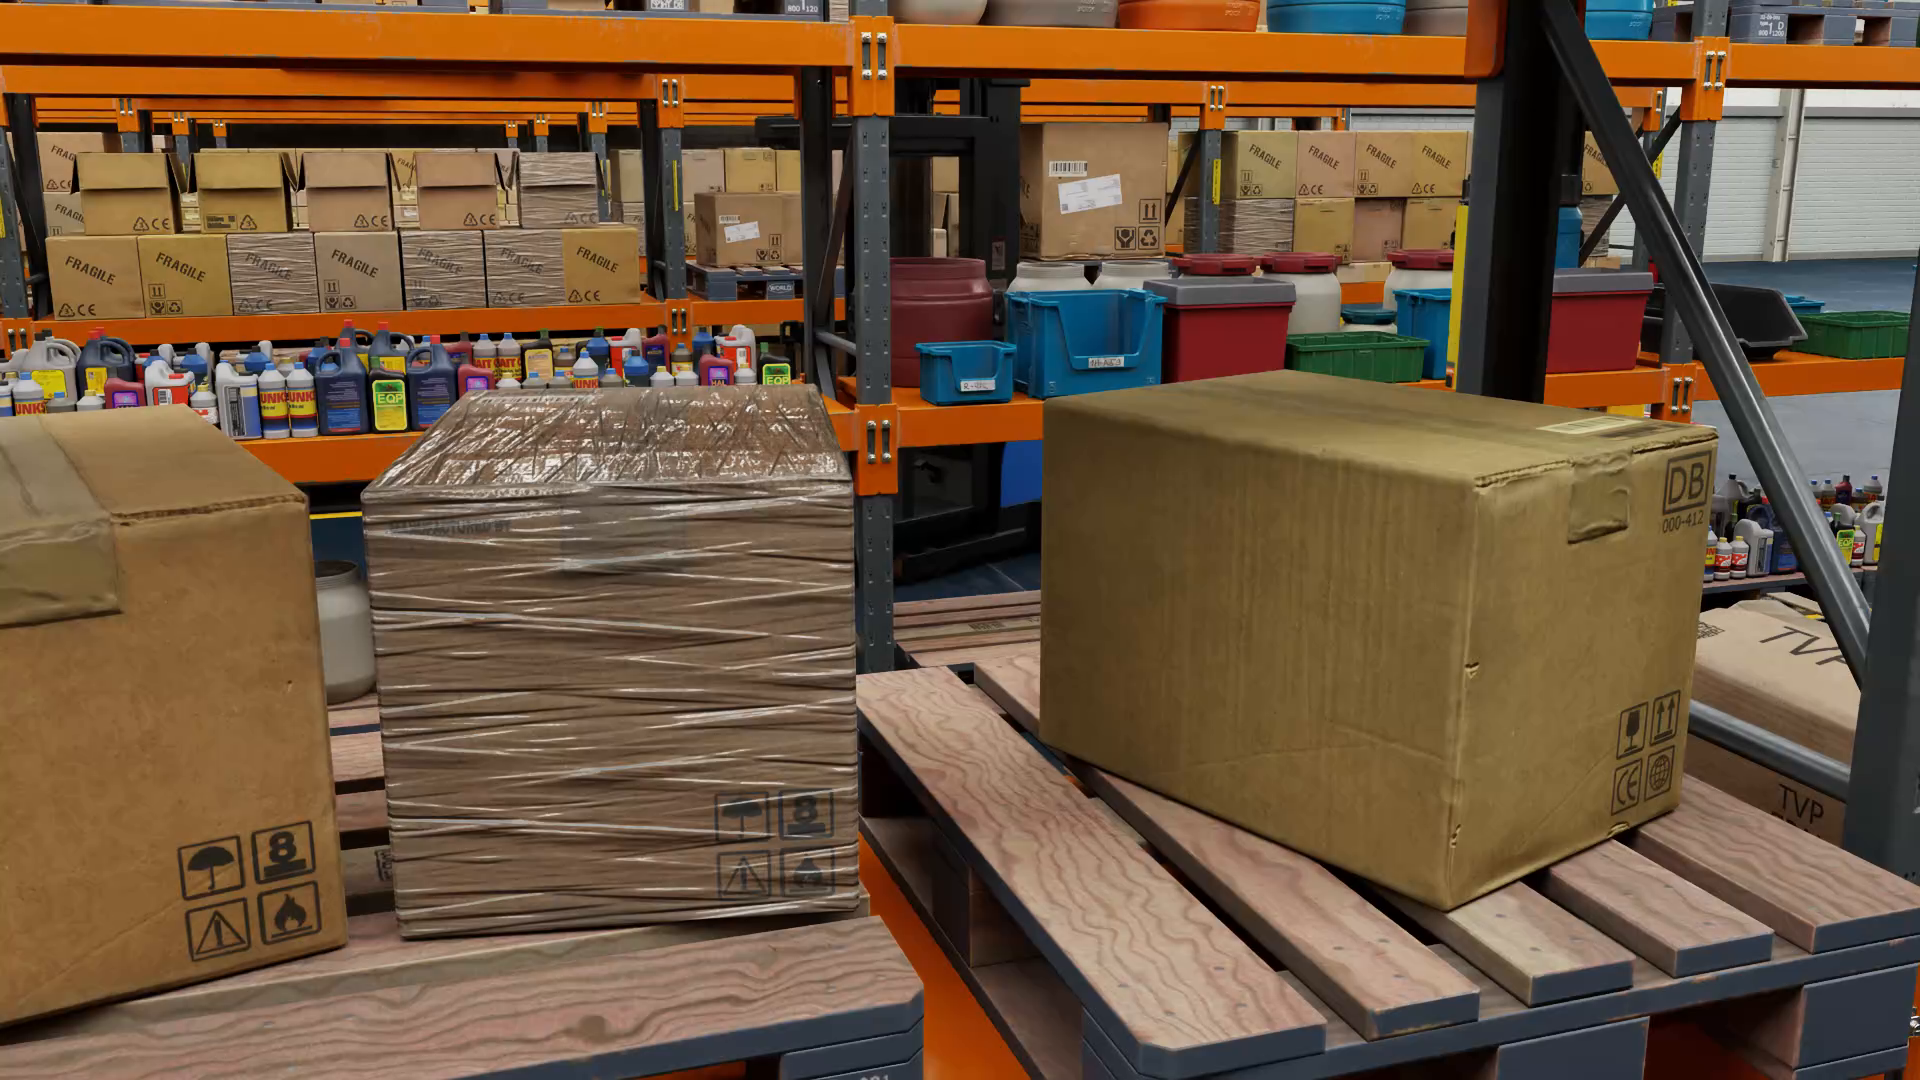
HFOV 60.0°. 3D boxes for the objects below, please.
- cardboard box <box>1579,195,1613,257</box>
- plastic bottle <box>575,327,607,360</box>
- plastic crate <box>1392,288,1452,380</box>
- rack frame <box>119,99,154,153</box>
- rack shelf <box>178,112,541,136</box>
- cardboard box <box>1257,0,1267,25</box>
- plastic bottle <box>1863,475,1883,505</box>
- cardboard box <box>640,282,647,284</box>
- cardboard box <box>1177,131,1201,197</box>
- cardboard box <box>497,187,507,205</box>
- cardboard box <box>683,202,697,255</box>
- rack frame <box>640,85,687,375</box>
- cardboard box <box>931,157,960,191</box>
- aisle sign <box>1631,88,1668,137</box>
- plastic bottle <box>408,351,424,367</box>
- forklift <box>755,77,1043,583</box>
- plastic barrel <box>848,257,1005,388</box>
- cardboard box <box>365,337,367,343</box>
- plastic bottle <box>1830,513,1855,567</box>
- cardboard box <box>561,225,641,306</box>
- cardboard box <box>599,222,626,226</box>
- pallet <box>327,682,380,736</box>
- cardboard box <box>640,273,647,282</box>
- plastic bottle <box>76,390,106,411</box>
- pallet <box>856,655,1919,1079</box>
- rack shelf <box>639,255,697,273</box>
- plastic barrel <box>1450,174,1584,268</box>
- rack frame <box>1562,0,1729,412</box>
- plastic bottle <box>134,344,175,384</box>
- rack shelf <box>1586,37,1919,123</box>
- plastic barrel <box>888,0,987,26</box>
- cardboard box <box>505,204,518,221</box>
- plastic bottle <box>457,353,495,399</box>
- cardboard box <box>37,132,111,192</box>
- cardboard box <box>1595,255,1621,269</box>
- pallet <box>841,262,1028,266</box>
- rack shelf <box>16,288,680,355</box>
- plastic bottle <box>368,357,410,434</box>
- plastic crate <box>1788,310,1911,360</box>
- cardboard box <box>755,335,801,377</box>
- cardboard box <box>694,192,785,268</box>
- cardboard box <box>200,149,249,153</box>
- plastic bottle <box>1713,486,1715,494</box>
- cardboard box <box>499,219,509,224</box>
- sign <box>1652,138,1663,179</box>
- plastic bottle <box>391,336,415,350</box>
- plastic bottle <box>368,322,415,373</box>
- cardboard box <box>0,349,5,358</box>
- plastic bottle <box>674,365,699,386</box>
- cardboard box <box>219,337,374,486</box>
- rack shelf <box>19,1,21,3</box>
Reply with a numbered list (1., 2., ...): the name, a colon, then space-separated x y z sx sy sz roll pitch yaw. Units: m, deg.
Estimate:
1. cardboard box: 4.979 -2.663 13.998 0.500 0.500 0.875 -4 14 -18
2. plastic bottle: -1.587 -0.776 7.175 0.133 0.283 0.061 -4 14 -18
3. plastic crate: 2.351 -0.966 7.754 0.575 0.384 0.392 -4 14 -18
4. rack frame: -7.351 -2.714 15.071 0.127 3.000 1.000 -4 14 -18
5. rack shelf: -7.130 -5.049 19.960 4.000 0.370 1.077 -4 14 -18
6. cardboard box: 2.063 -4.194 12.872 0.500 0.500 0.500 -5 14 -20
7. plastic bottle: 5.271 -0.239 9.612 0.097 0.271 0.097 0 13 0
8. cardboard box: -3.999 -3.109 21.503 0.625 0.372 0.950 -5 14 -19
9. cardboard box: 2.056 -2.983 13.180 0.500 0.500 0.500 -4 14 -18
10. cardboard box: -4.365 -3.207 15.492 0.250 0.149 0.380 -4 14 -16
11. cardboard box: -2.567 -3.070 16.351 0.500 0.500 0.500 -5 14 -19
12. rack frame: -2.073 -1.914 11.707 0.127 3.000 1.000 -4 14 -18
13. cardboard box: -0.237 -3.802 17.266 0.500 0.500 0.700 -5 14 -19
14. aisle sign: 5.663 -3.708 13.631 0.004 0.787 0.394 -4 14 -18
15. plastic bottle: -2.046 -0.581 6.356 0.133 0.283 0.061 -4 14 -18
16. forklift: -0.446 -1.323 9.371 3.031 2.935 1.130 -13 19 -43
17. plastic barrel: -0.151 -0.995 7.548 0.708 0.536 0.600 -4 14 -18
18. cardboard box: -5.573 -1.780 15.637 0.500 0.500 0.500 -4 14 -17
19. plastic bottle: 4.543 -0.001 8.584 0.133 0.283 0.061 -4 14 -16
20. cardboard box: -2.462 -1.872 11.314 0.500 0.500 0.500 -4 14 -16
21. cardboard box: -2.621 -1.986 11.796 0.500 0.500 0.500 -4 14 -16
22. pallet: -2.382 0.685 6.805 1.213 0.211 1.003 -4 14 -18
23. cardboard box: -4.970 -4.368 26.247 0.625 0.625 0.875 -5 14 -20
24. plastic bottle: -3.075 -0.430 5.899 0.097 0.201 0.097 0 13 0
25. pallet: 0.462 0.418 2.319 1.003 0.211 1.213 -4 14 -18
26. rack shelf: -1.664 -2.807 17.016 4.000 0.370 1.077 -4 14 -18
27. plastic barrel: 2.835 -1.405 8.483 0.708 0.901 0.600 -4 14 -18
28. rack frame: 3.297 -1.123 8.382 0.127 3.000 1.000 -4 14 -18
29. plastic bottle: -3.190 -0.636 6.604 0.135 0.276 0.152 -4 14 -18
30. rack shelf: 5.193 -2.380 8.738 4.000 0.370 1.077 -4 14 -18
31. plastic barrel: -0.102 -2.297 6.594 0.421 0.512 0.421 0 13 0
32. cardboard box: -4.135 -3.080 15.601 0.250 0.149 0.380 -4 14 -16
33. plastic bottle: -1.824 -0.563 6.280 0.133 0.283 0.061 -4 14 -18
34. cardboard box: -7.710 -3.300 14.514 0.500 0.500 0.500 -5 14 -20
35. cardboard box: 5.304 -2.316 13.940 0.250 0.149 0.380 -4 14 -18
36. pallet: -0.210 -1.976 12.381 1.213 0.211 1.003 -4 14 -18
37. rack shelf: -3.969 -1.416 11.170 4.000 0.370 1.077 -4 14 -18
38. plastic bottle: -2.126 -0.540 6.182 0.133 0.283 0.061 -4 14 -18
39. plastic crate: 4.674 -1.058 8.567 0.662 0.188 0.450 -4 14 -18
40. cardboard box: -1.448 -1.333 12.094 0.500 0.250 0.500 -4 14 -16
41. cardboard box: -1.574 -2.216 11.852 0.500 0.500 0.500 -6 15 -25
42. cardboard box: -8.517 -4.297 19.348 0.500 0.500 0.500 -4 14 -17
43. plastic bottle: 4.139 -0.162 9.259 0.133 0.283 0.061 -3 14 -14
44. cardboard box: -4.360 -2.917 15.560 0.250 0.149 0.380 -4 14 -17
45. sign: 5.667 -3.098 13.501 0.005 0.325 0.100 -4 14 -18
46. plastic bottle: -2.321 -0.704 6.888 0.135 0.276 0.152 -4 14 -18
47. plastic bottle: -2.298 -0.706 6.735 0.185 0.351 0.144 -4 14 -18
48. cardboard box: -6.516 -0.758 10.532 0.875 0.875 0.875 -4 14 -18
49. plastic bottle: -1.075 -0.586 6.554 0.097 0.201 0.097 0 13 0
50. cardboard box: -4.418 -0.907 11.159 0.875 0.875 1.225 -5 14 -20
51. rack shelf: -12.507 -7.300 22.948 4.000 0.370 1.077 -4 14 -18
